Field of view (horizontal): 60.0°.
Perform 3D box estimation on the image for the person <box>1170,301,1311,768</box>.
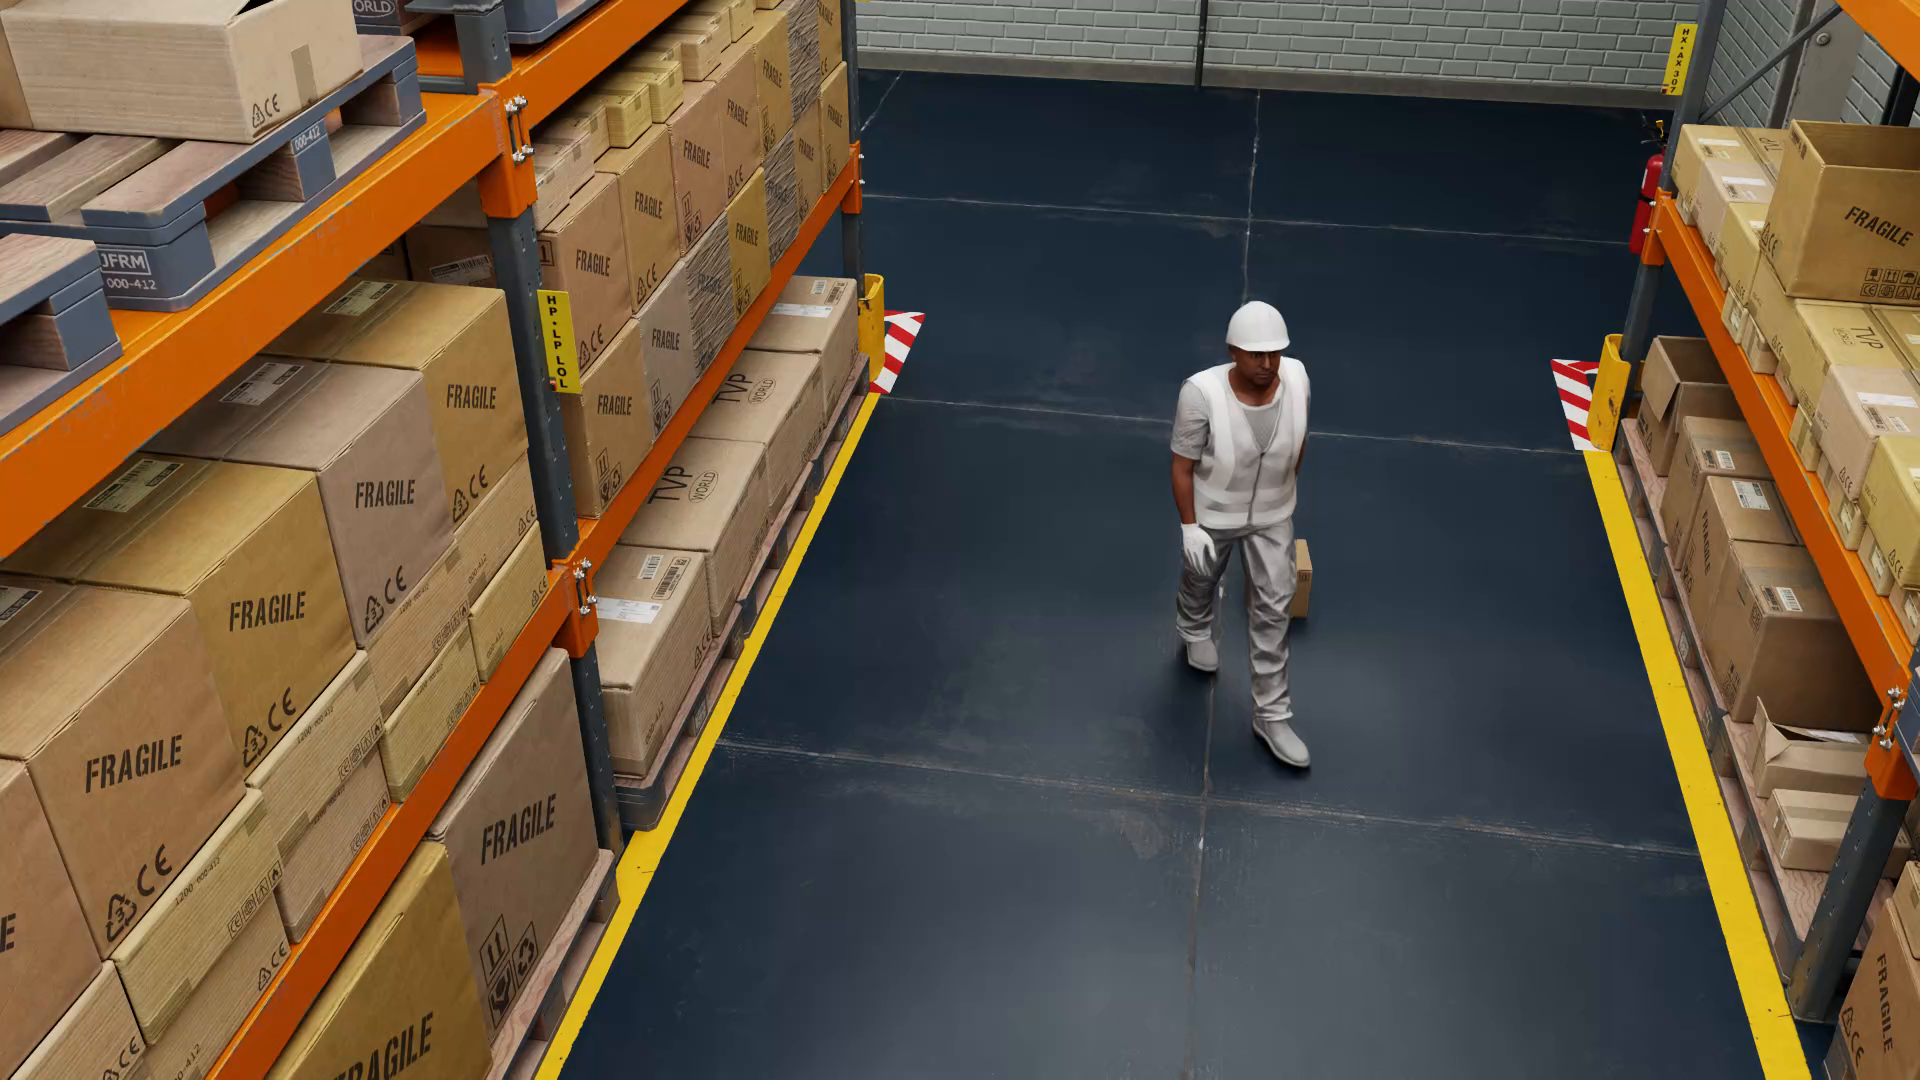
[{"bbox_3d":[1.053,-0.088,6.238,0.567,1.736,0.915,-4,32,-6],"label":"person"}]
